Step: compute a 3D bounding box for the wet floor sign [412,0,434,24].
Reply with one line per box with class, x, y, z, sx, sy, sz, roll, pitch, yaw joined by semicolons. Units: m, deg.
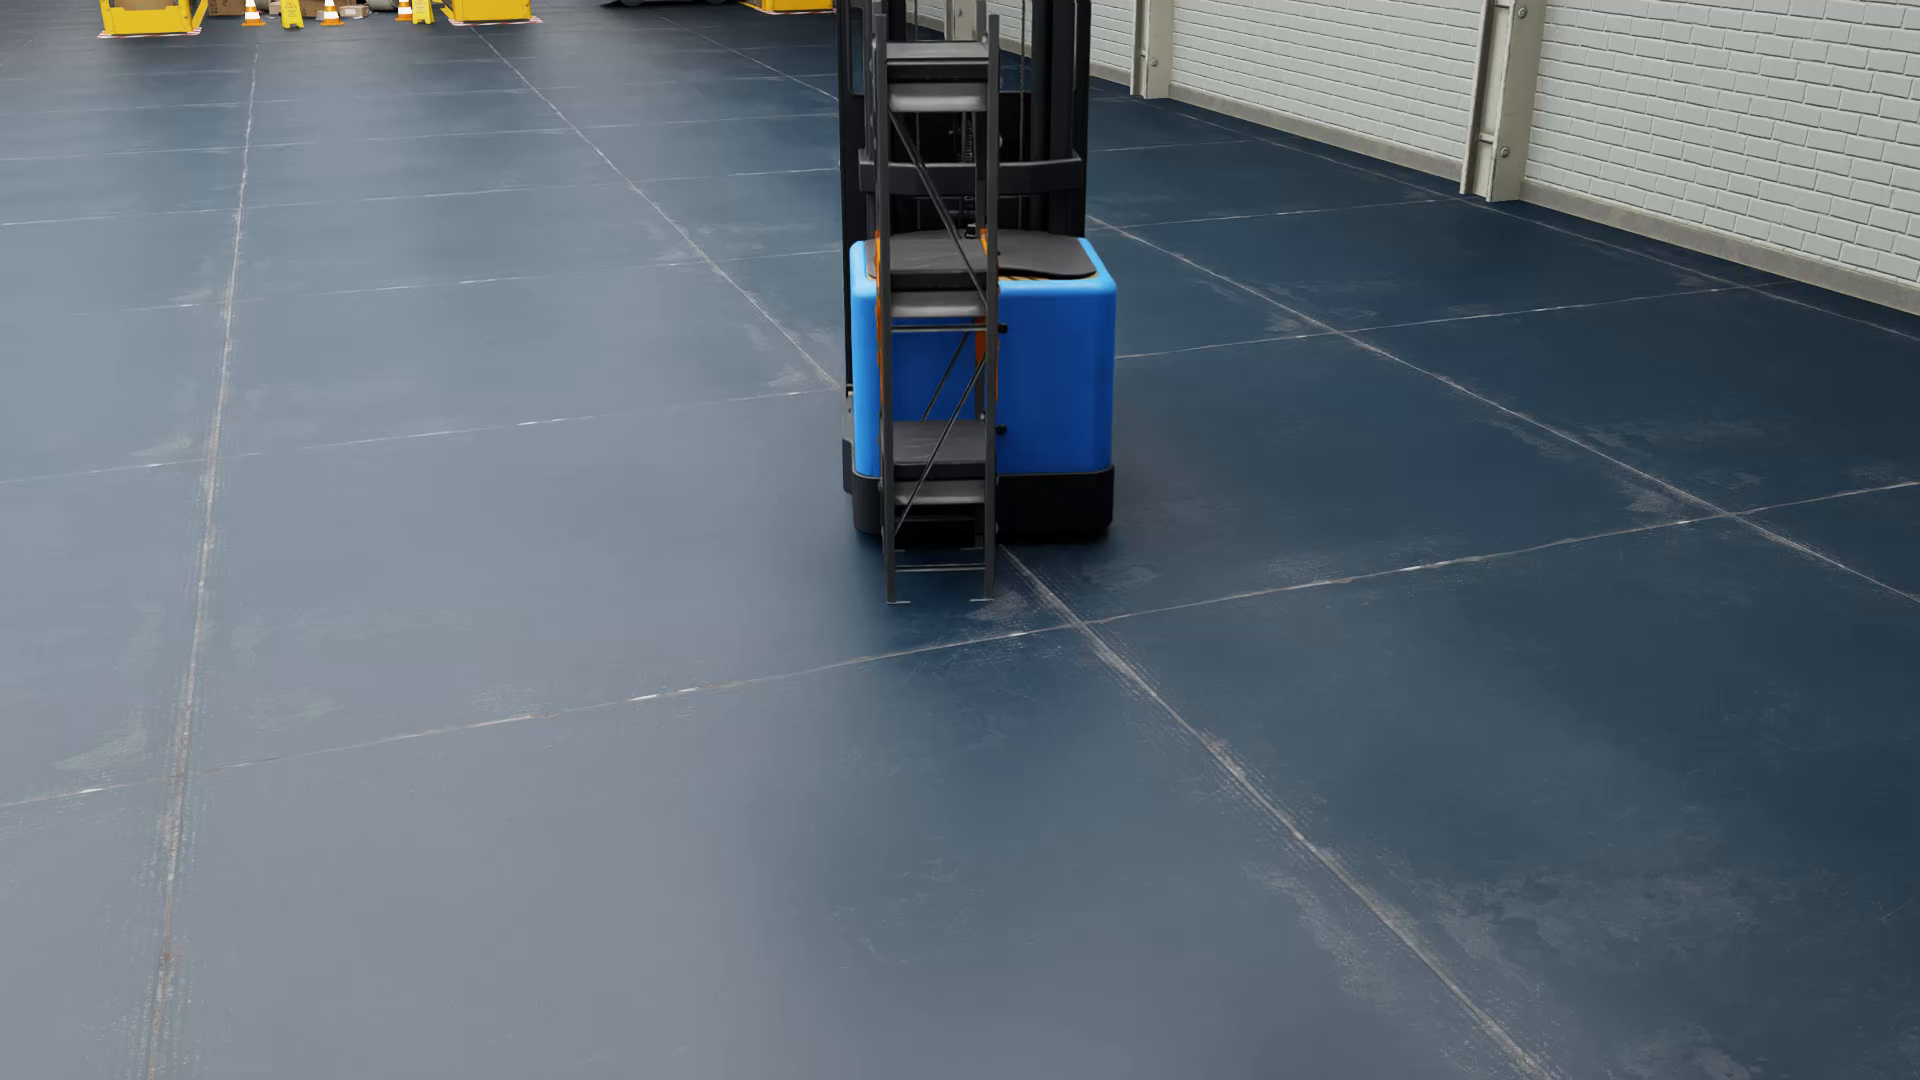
wet floor sign;-8.303;-8.306;25.627;0.267;0.644;0.232;0;23;-1

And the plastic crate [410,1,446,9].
plastic crate;-8.995;-9.032;28.076;0.402;0.080;0.583;-18;29;-37

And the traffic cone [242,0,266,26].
traffic cone;-10.823;-8.110;25.396;0.336;0.463;0.334;-8;24;-19

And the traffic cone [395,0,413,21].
traffic cone;-8.728;-8.417;26.125;0.336;0.463;0.334;-8;24;-19

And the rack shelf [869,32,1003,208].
rack shelf;-0.090;-1.458;5.738;0.431;0.518;0.480;-2;23;-4

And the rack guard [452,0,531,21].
rack guard;-7.396;-8.483;26.232;1.175;0.500;0.348;-8;24;-19

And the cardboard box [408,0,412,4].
cardboard box;-9.677;-9.334;28.248;0.500;0.500;0.500;8;24;18

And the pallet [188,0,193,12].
pallet;-13.182;-8.773;27.292;1.003;0.211;1.213;-8;24;-19

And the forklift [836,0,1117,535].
forklift;-0.004;-1.904;7.493;1.130;2.935;3.031;-2;23;-4

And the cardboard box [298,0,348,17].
cardboard box;-10.358;-8.748;26.856;0.637;0.503;0.797;12;26;27

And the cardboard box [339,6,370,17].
cardboard box;-9.722;-8.492;26.707;0.380;0.149;0.250;4;23;9

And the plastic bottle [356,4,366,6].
plastic bottle;-10.081;-8.980;27.977;0.133;0.061;0.283;-4;23;-10

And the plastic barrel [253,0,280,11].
plastic barrel;-11.541;-8.956;27.453;0.512;0.421;0.421;8;24;18

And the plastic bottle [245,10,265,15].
plastic bottle;-11.410;-8.532;26.913;0.283;0.061;0.133;-18;29;-37

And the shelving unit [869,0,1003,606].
shelving unit;-0.090;-0.825;6.004;0.431;2.100;0.503;-2;23;-4

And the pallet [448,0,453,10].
pallet;-8.077;-9.092;28.050;1.003;0.211;1.213;-8;24;-19

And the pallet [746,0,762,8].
pallet;-3.036;-9.277;28.488;1.003;0.211;1.213;-8;24;-19

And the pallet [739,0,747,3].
pallet;-3.463;-9.719;29.538;1.003;0.211;1.213;-8;24;-19

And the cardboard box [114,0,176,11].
cardboard box;-12.266;-8.343;24.877;0.875;0.875;0.875;-8;24;-19

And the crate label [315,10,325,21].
crate label;-9.982;-8.268;26.191;0.298;0.136;0.250;18;29;36

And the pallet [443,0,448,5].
pallet;-8.512;-9.536;29.104;1.003;0.211;1.213;-8;24;-19

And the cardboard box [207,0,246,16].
cardboard box;-11.869;-8.771;26.912;0.500;0.500;0.500;-4;23;-10

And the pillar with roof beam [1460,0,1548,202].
pillar with roof beam;0.202;-6.300;10.110;9.100;9.000;0.400;-8;24;-19

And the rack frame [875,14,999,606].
rack frame;-0.073;-0.731;5.780;0.400;2.100;0.015;-2;23;-4

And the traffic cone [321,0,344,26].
traffic cone;-9.646;-8.141;25.470;0.336;0.463;0.334;-8;24;-19

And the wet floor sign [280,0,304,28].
wet floor sign;-10.102;-8.067;25.060;0.267;0.644;0.232;-13;26;-28

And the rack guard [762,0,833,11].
rack guard;-2.718;-9.129;27.765;1.175;0.500;0.348;-8;24;-19

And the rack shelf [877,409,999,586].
rack shelf;-0.090;-0.168;6.281;0.431;0.518;0.480;-2;23;-4

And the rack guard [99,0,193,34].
rack guard;-11.956;-7.731;24.448;1.175;0.500;0.348;-8;24;-19

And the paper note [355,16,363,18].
paper note;-9.565;-8.309;26.425;0.148;0.019;0.142;-18;29;-37

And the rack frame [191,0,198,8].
rack frame;-13.377;-10.345;27.431;1.000;3.000;0.127;-8;24;-19

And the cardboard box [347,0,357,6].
cardboard box;-10.502;-9.210;28.260;0.396;0.266;0.258;12;26;27

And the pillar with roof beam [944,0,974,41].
pillar with roof beam;-4.037;-10.660;20.455;9.100;9.000;0.400;-8;24;-19

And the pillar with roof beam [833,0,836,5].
pillar with roof beam;-6.157;-12.840;25.628;9.100;9.000;0.400;-8;24;-19

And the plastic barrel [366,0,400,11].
plastic barrel;-9.515;-8.963;27.470;0.512;0.421;0.421;8;24;18

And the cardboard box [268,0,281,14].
cardboard box;-11.047;-8.713;27.080;0.396;0.266;0.258;-4;23;-10

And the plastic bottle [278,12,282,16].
plastic bottle;-10.871;-8.459;26.741;0.133;0.061;0.283;-18;29;-37

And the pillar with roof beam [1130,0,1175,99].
pillar with roof beam;-1.918;-8.480;15.283;9.100;9.000;0.400;-8;24;-19

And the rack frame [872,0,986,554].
rack frame;-0.108;-0.920;6.229;0.400;2.100;0.015;-2;23;-4

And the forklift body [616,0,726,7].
forklift body;-5.103;-10.337;28.506;2.313;2.155;1.214;-8;24;-19

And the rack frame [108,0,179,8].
rack frame;-11.964;-8.891;23.983;1.000;3.000;0.127;-8;24;-19

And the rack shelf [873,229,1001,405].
rack shelf;-0.090;-0.813;6.010;0.431;0.518;0.480;-2;23;-4
